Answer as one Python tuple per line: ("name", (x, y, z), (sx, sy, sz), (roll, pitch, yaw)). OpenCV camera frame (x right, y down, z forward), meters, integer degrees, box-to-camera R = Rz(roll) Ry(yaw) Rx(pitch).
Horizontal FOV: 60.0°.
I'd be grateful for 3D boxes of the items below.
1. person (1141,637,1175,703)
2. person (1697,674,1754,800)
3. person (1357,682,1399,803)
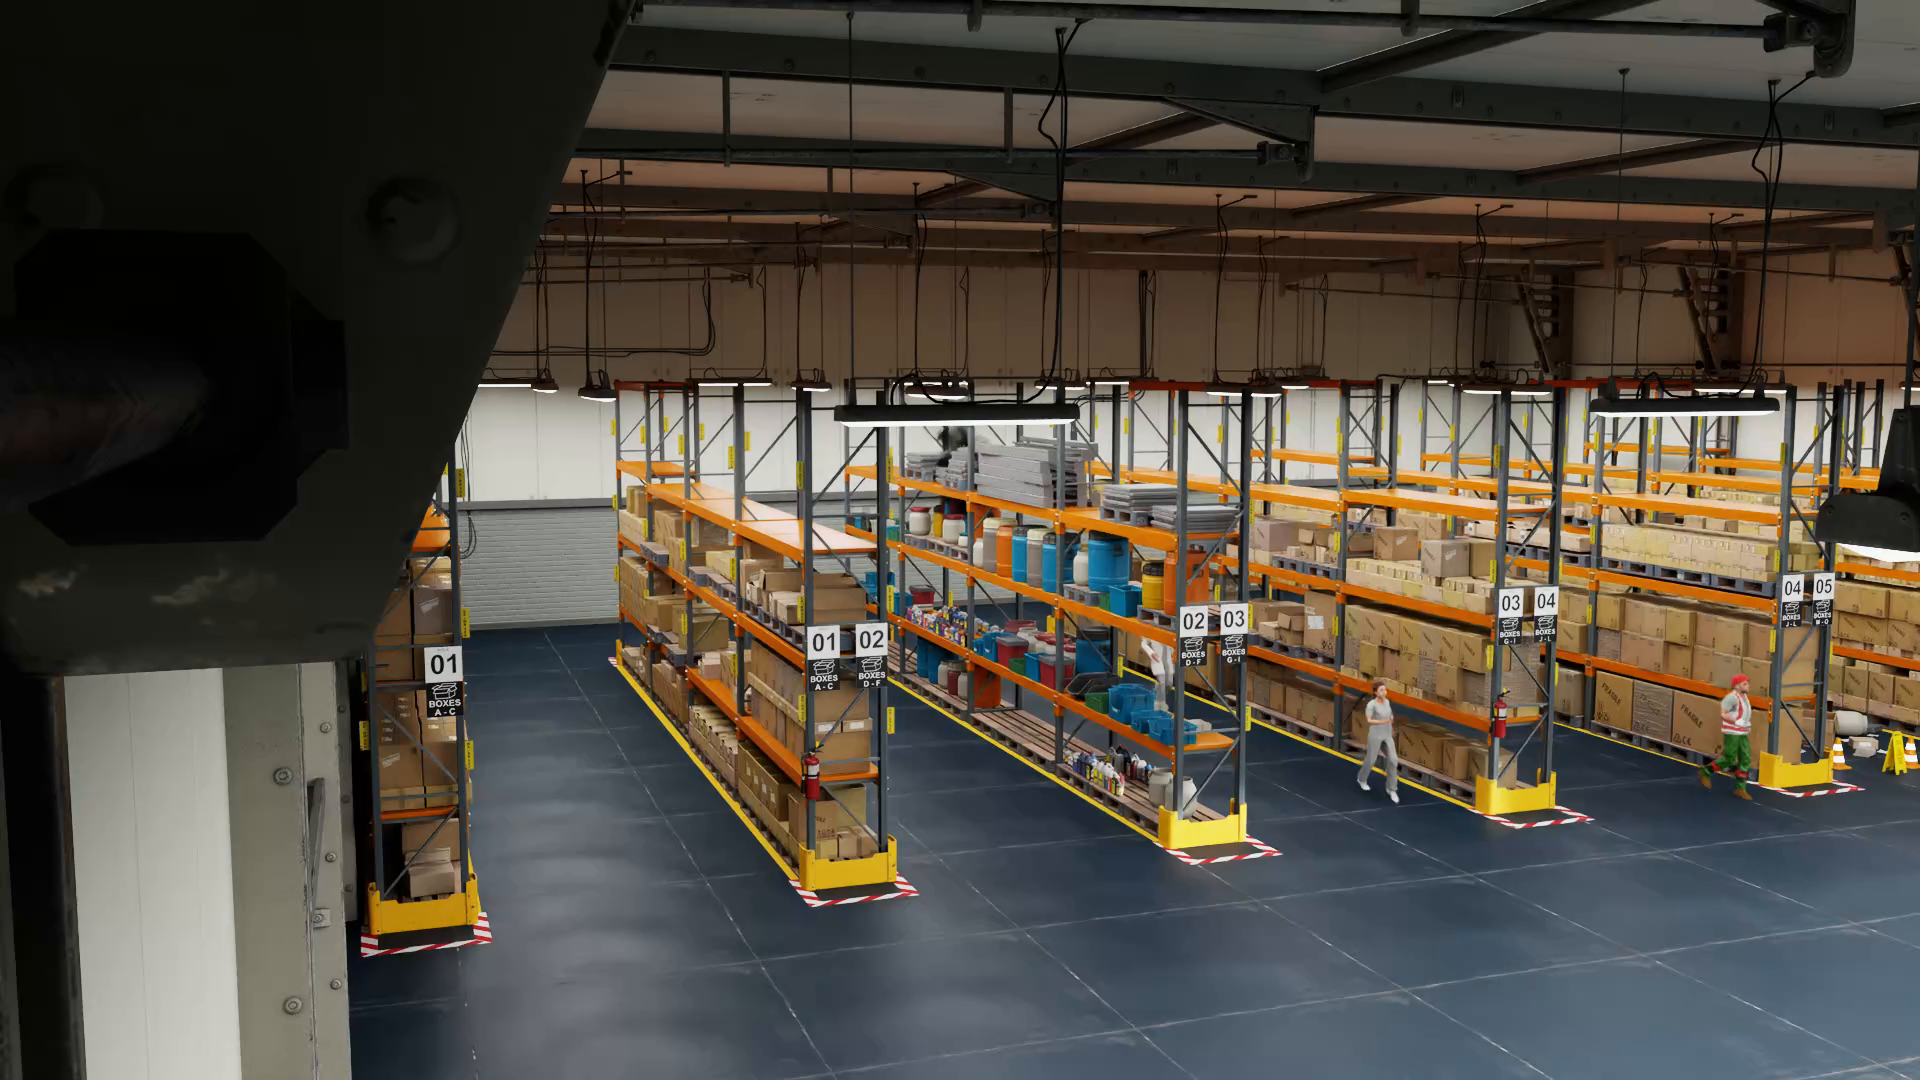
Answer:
("person", (3.669, 2.233, 30.607), (0.721, 1.746, 0.639), (-2, 6, -18))
("person", (11.403, 2.862, 24.520), (0.703, 1.785, 0.845), (-5, 8, -38))
("person", (6.135, 2.917, 24.335), (0.543, 1.711, 0.844), (-2, 6, -20))
